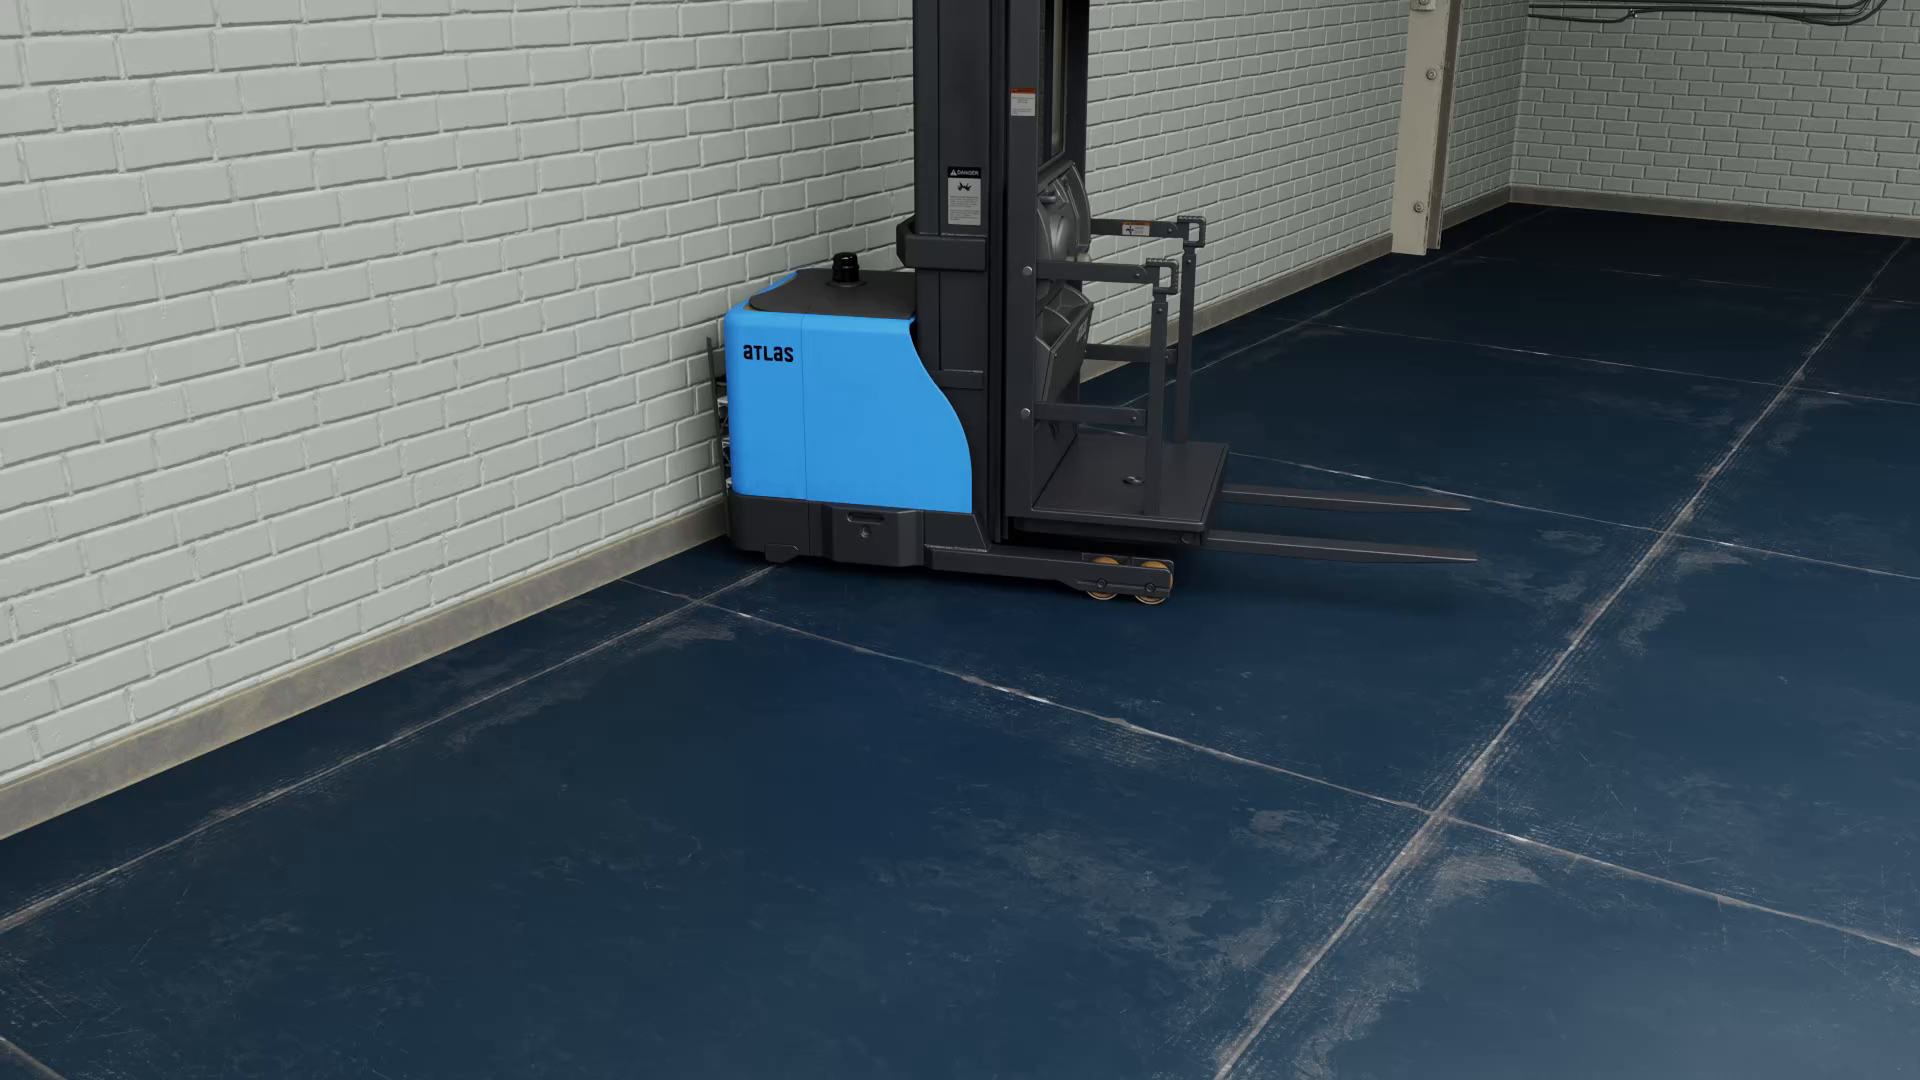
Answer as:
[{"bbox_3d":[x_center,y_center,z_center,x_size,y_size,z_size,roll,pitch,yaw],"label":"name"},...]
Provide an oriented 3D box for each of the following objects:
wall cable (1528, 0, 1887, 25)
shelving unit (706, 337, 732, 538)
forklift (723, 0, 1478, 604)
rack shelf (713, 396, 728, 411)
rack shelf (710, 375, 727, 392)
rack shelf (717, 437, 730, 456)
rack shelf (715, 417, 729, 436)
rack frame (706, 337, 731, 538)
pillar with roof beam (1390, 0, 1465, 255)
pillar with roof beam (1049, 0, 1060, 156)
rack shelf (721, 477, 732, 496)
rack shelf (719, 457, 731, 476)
[{"bbox_3d":[6.503,-5.752,14.319,3.097,2.526,0.112,13,24,32],"label":"wall cable"},{"bbox_3d":[-0.888,-0.442,7.176,0.258,0.900,0.210,10,22,35],"label":"shelving unit"},{"bbox_3d":[0.606,-1.324,6.618,3.031,2.935,1.130,5,21,13],"label":"forklift"},{"bbox_3d":[-0.896,-0.581,7.131,0.258,0.077,0.200,10,22,35],"label":"rack shelf"},{"bbox_3d":[-0.901,-0.666,7.103,0.258,0.077,0.200,10,22,35],"label":"rack shelf"},{"bbox_3d":[-0.886,-0.410,7.186,0.258,0.077,0.200,10,22,35],"label":"rack shelf"},{"bbox_3d":[-0.891,-0.495,7.158,0.258,0.077,0.200,10,22,35],"label":"rack shelf"},{"bbox_3d":[-0.948,-0.413,7.099,0.240,0.900,0.006,10,22,35],"label":"rack frame"},{"bbox_3d":[7.314,-5.781,9.923,9.100,9.000,0.400,13,24,32],"label":"pillar with roof beam"},{"bbox_3d":[3.941,-4.060,5.269,9.100,9.000,0.400,13,24,32],"label":"pillar with roof beam"},{"bbox_3d":[-0.875,-0.239,7.242,0.258,0.077,0.200,10,22,35],"label":"rack shelf"},{"bbox_3d":[-0.881,-0.325,7.214,0.258,0.077,0.200,10,22,35],"label":"rack shelf"}]
